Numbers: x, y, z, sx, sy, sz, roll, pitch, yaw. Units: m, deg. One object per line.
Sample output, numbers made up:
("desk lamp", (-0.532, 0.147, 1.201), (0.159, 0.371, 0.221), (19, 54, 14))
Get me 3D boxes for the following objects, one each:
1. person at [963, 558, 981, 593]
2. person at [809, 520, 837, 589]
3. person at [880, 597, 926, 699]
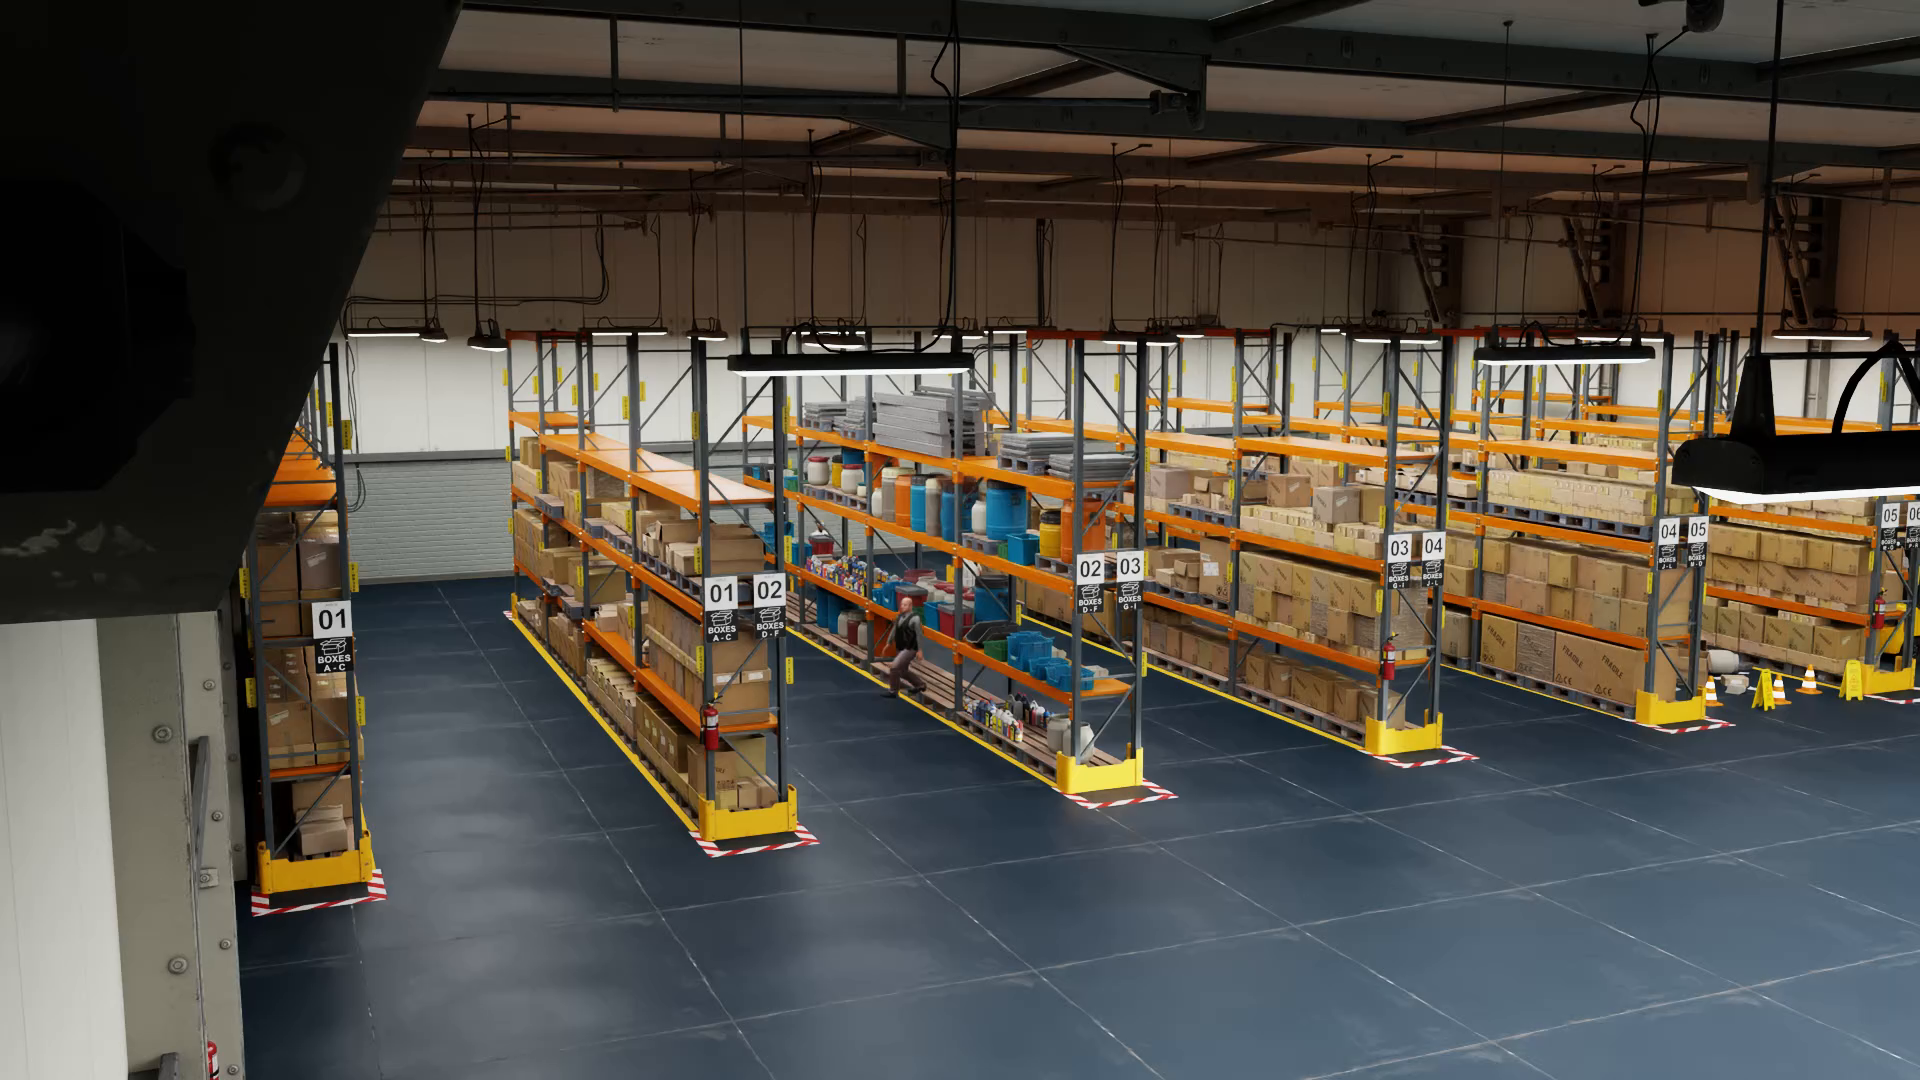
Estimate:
("person", (0.184, 1.005, 33.928), (0.452, 1.331, 0.856), (-4, 9, -26))
("person", (-3.123, 0.354, 37.851), (0.966, 1.652, 0.469), (7, 10, 42))
("person", (-0.913, 1.696, 26.333), (0.947, 1.590, 0.557), (-5, 9, -35))
